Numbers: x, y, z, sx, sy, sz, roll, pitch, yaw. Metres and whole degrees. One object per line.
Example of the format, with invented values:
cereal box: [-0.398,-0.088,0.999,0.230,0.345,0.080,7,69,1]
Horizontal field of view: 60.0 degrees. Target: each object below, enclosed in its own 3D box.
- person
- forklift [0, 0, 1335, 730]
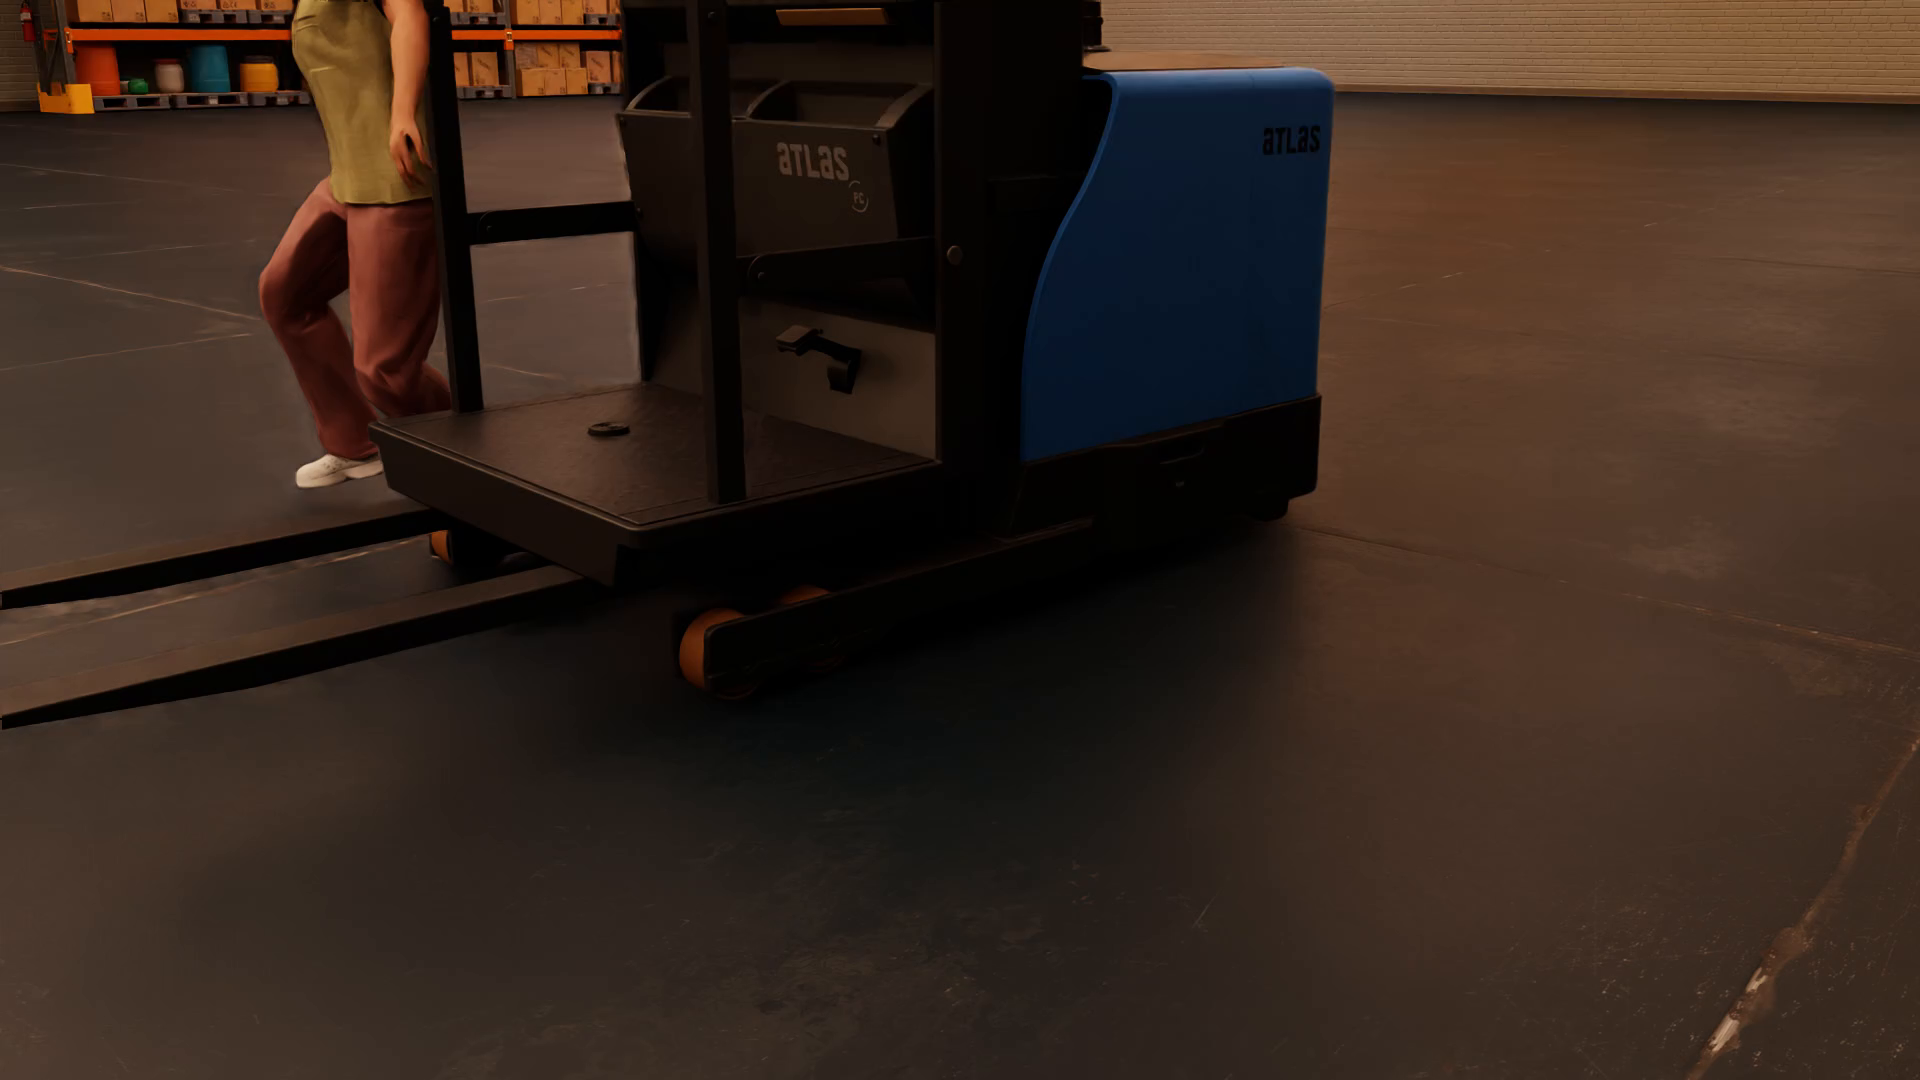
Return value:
person: [-1.296,-0.752,3.726,0.491,1.606,1.046,-9,19,-28]
forklift: [-0.546,-1.284,3.127,3.031,2.935,1.130,-15,22,-40]
